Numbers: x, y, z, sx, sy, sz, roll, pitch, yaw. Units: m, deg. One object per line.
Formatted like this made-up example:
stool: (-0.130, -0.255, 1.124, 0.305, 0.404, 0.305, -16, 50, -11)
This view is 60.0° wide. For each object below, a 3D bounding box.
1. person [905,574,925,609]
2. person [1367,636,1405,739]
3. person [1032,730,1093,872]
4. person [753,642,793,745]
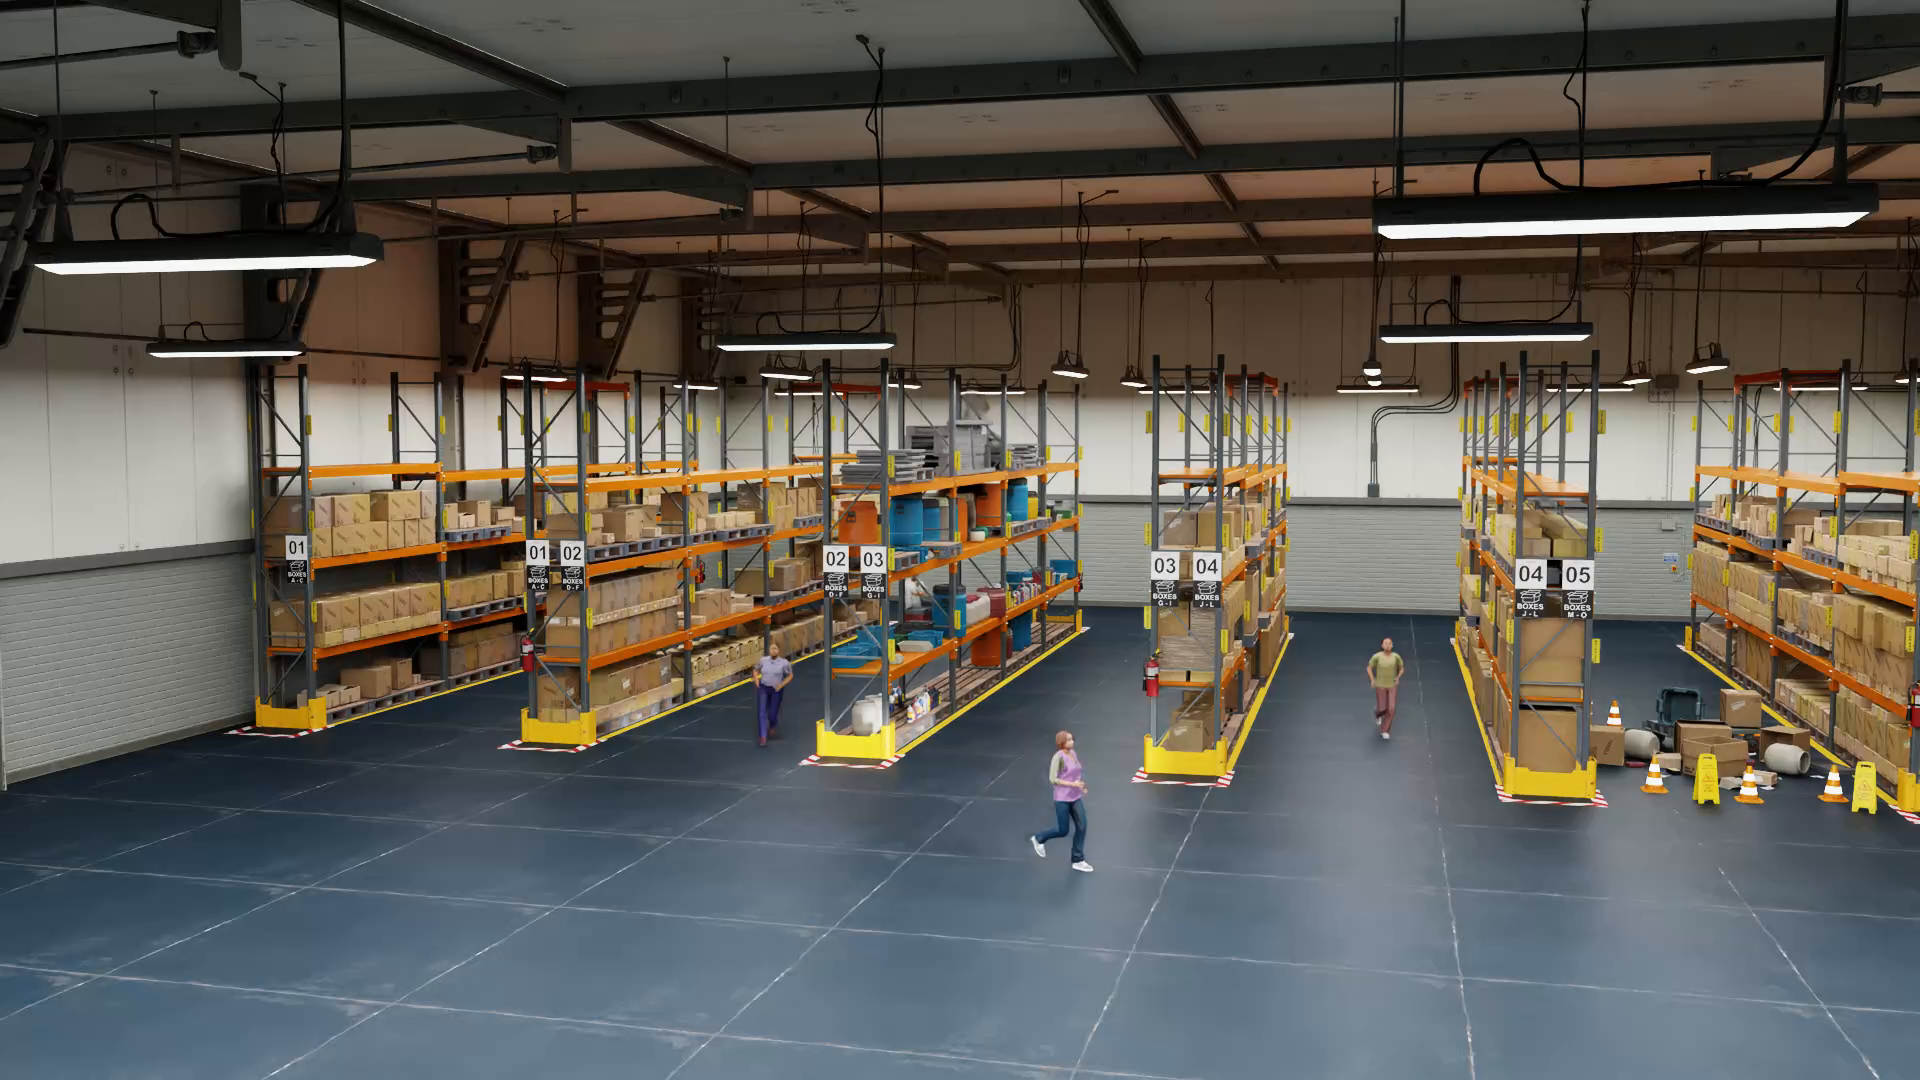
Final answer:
person: (-1.108, 1.513, 38.709, 0.579, 1.708, 0.712, 0, 4, 2)
person: (6.847, 2.357, 26.718, 0.582, 1.629, 0.561, 0, 4, 5)
person: (1.180, 2.922, 18.778, 0.781, 1.564, 0.549, 3, 5, 39)
person: (-2.960, 2.417, 26.305, 0.644, 1.598, 0.625, 0, 4, 5)
